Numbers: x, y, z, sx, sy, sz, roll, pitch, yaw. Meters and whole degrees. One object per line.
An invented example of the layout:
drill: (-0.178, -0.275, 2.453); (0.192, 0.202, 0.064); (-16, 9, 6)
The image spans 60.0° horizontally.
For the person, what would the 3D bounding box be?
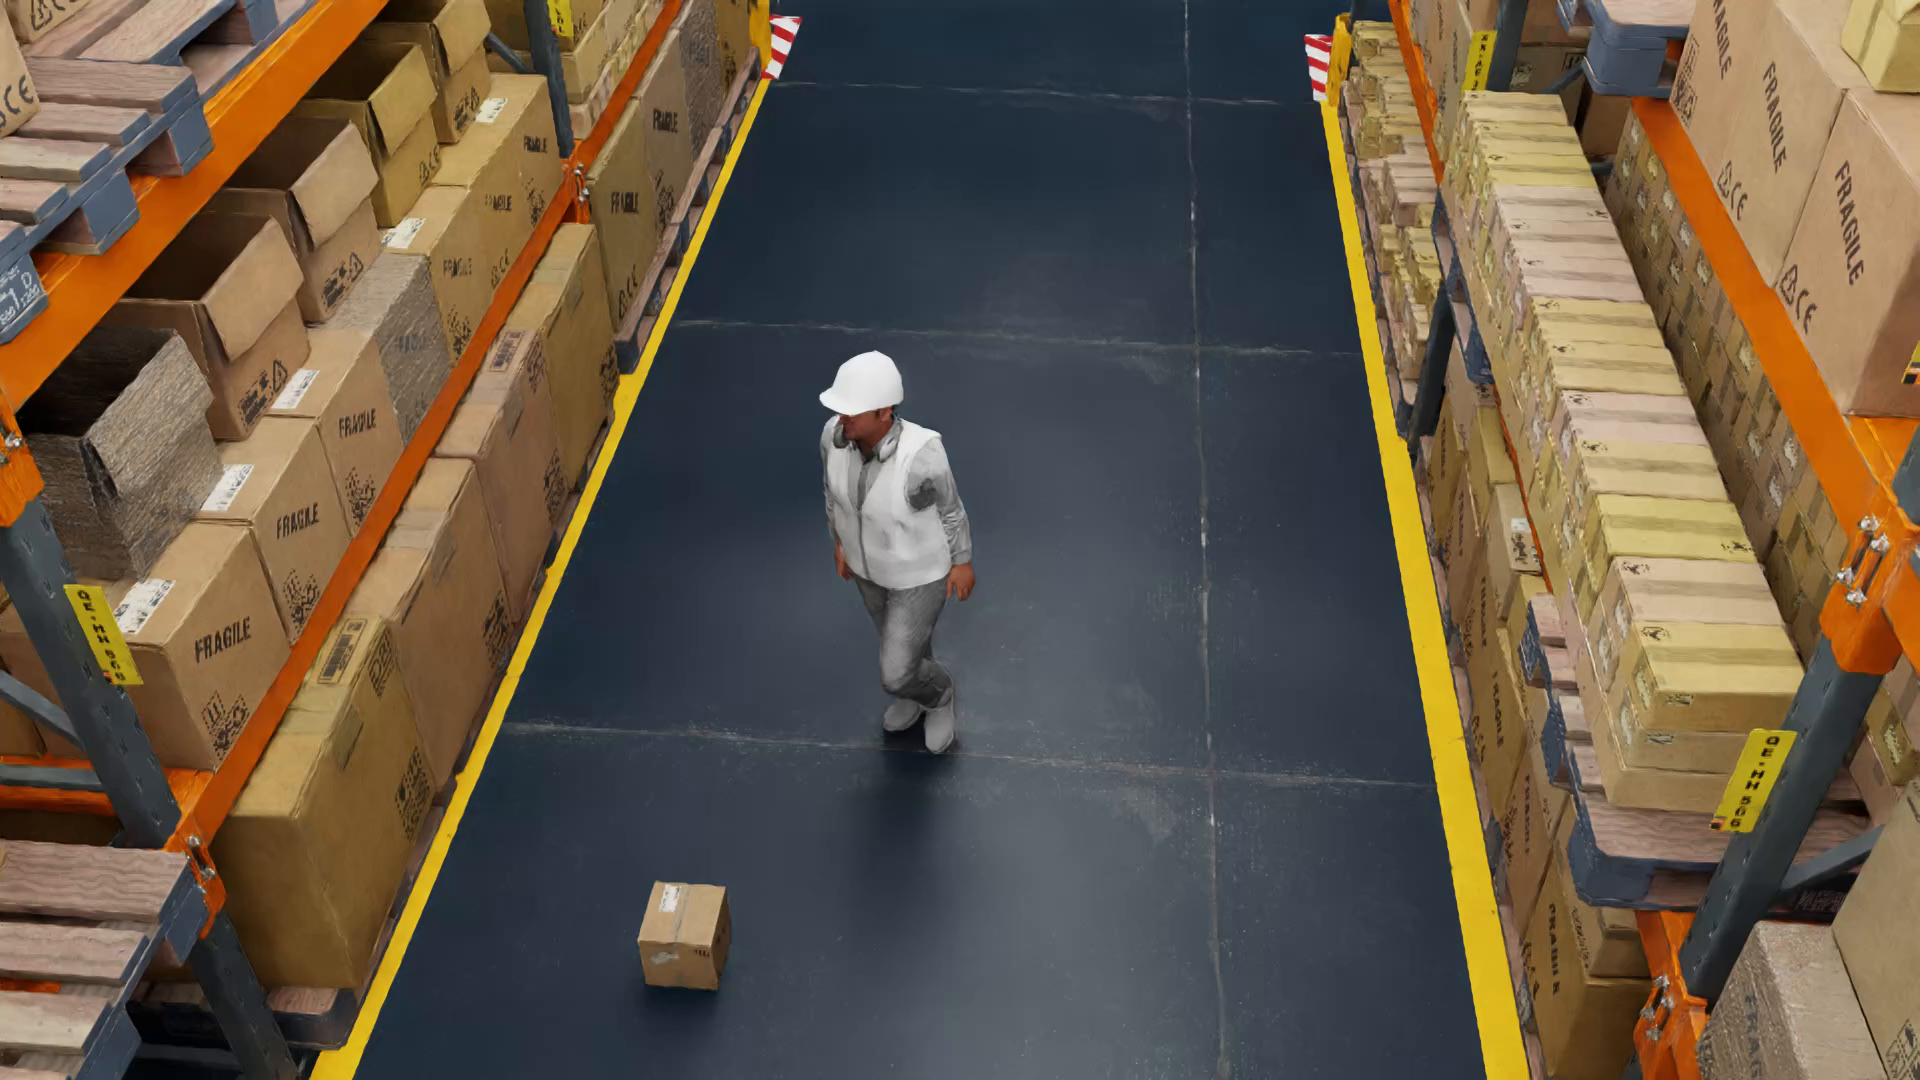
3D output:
person: (-0.242, 0.053, 6.046); (0.566, 1.762, 0.508); (26, 46, 28)
